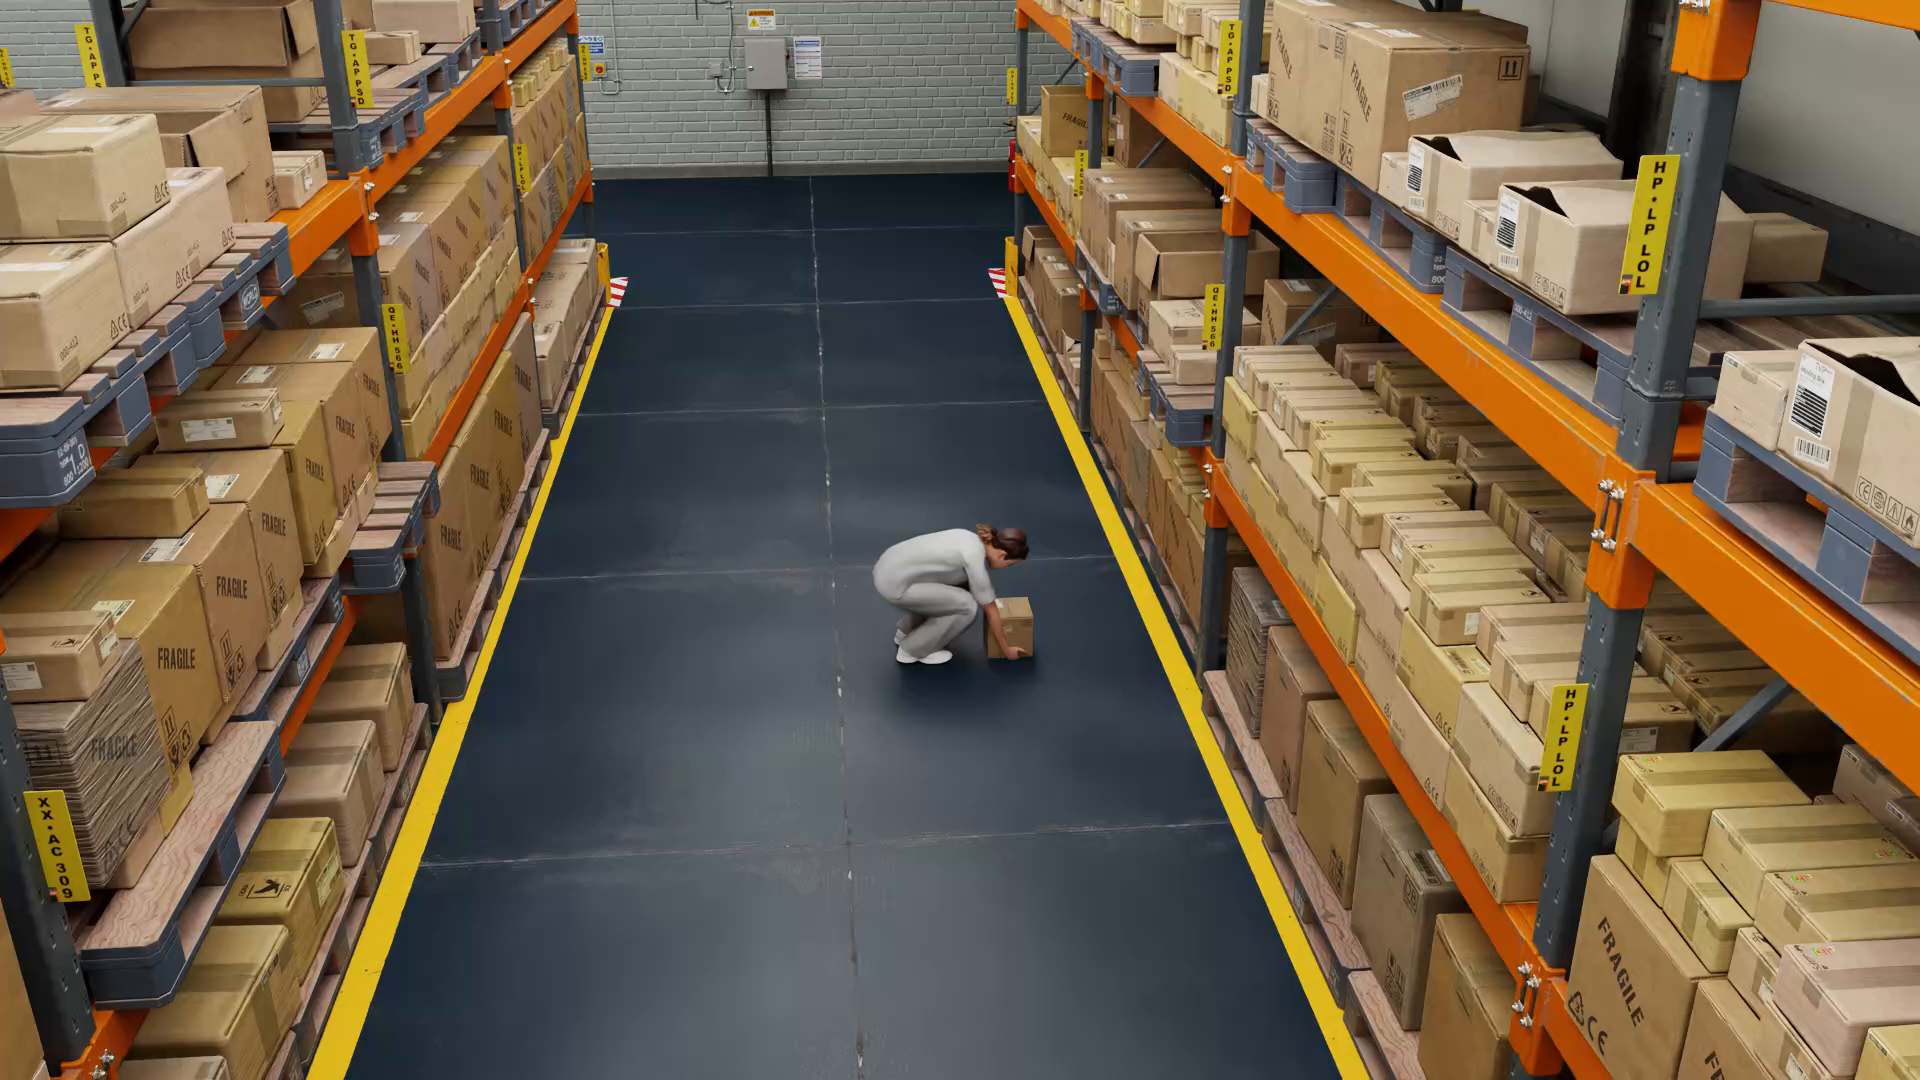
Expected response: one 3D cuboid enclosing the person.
[{"bbox_3d":[-0.048,0.278,9.148,0.858,0.765,0.461,-3,24,-6],"label":"person"}]
